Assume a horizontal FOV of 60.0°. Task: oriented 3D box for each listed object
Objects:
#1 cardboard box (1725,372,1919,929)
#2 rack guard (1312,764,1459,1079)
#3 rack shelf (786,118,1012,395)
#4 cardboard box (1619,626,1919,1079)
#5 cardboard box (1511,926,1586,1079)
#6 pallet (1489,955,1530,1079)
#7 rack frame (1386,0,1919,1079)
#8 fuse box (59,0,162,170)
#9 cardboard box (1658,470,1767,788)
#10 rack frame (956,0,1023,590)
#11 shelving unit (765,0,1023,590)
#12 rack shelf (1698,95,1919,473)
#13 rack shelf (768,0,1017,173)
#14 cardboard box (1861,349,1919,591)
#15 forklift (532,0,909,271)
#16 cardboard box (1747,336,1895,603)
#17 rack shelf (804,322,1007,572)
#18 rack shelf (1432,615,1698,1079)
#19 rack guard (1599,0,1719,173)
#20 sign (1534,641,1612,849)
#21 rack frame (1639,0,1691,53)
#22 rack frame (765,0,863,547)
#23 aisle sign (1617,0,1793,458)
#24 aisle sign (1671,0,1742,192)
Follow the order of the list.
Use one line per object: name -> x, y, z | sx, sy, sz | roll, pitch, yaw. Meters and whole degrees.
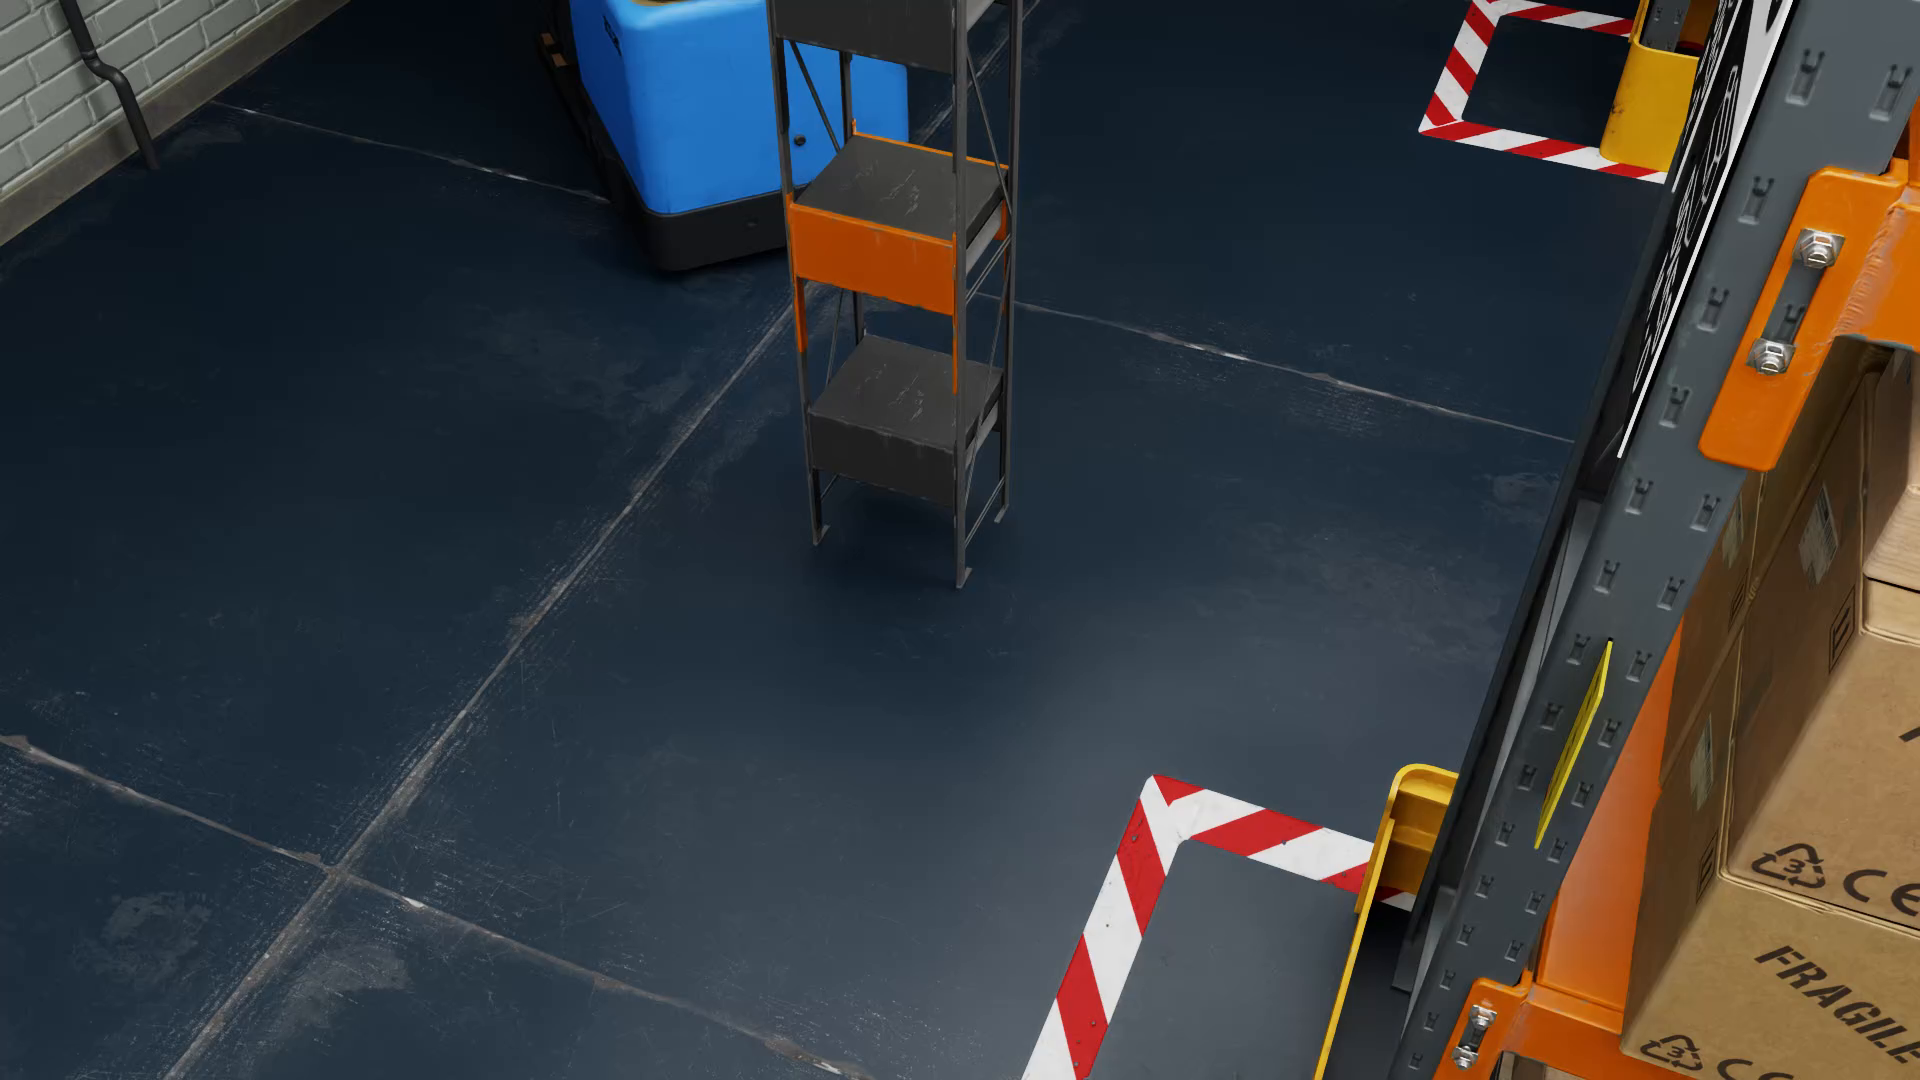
cardboard box -> 1.354, 0.175, 2.168 | 0.500, 0.500, 0.500 | 15, 47, 15
rack guard -> 0.998, 1.128, 3.761 | 0.348, 0.500, 1.175 | 16, 47, 16
rack shelf -> -0.153, -0.780, 4.564 | 0.480, 0.518, 0.431 | 16, 47, 16
cardboard box -> 1.353, 0.531, 2.519 | 0.500, 0.500, 0.500 | 16, 47, 16
cardboard box -> 1.668, 1.122, 3.514 | 0.875, 0.438, 0.875 | 15, 47, 15
pallet -> 1.789, 1.404, 3.690 | 1.213, 0.211, 1.003 | 16, 47, 16
rack frame -> 1.021, 0.249, 2.873 | 0.127, 3.000, 1.000 | 16, 47, 16
fuse box -> -3.249, -2.138, 6.186 | 0.414, 1.711, 0.539 | 16, 47, 16
cardboard box -> 1.568, 0.172, 2.880 | 0.500, 0.500, 0.500 | 17, 47, 16
rack frame -> 0.072, -0.723, 4.488 | 0.015, 2.100, 0.400 | 16, 47, 16
shelving unit -> -0.153, -0.789, 4.555 | 0.503, 2.100, 0.431 | 16, 47, 16
rack shelf -> 2.866, -0.016, 1.523 | 4.000, 0.370, 1.077 | 16, 47, 16
rack shelf -> -0.153, -1.276, 4.070 | 0.480, 0.518, 0.431 | 16, 47, 16
cardboard box -> 1.242, -0.094, 1.979 | 0.250, 0.149, 0.380 | 17, 47, 17
forklift -> -1.219, -3.086, 6.273 | 1.130, 2.935, 3.031 | -17, 47, -16
cardboard box -> 1.557, -0.165, 2.510 | 0.500, 0.500, 0.500 | 18, 48, 17
rack shelf -> -0.153, -0.283, 5.058 | 0.480, 0.518, 0.431 | 16, 47, 16
rack shelf -> 2.866, 1.047, 2.581 | 4.000, 0.370, 1.077 | 16, 47, 16
rack guard -> 2.998, -2.077, 6.983 | 0.348, 0.500, 1.175 | 16, 47, 16
sign -> 0.801, 0.273, 2.179 | 0.005, 0.325, 0.100 | 16, 47, 16
rack frame -> 2.928, -2.983, 6.122 | 0.127, 3.000, 1.000 | 16, 47, 16
rack frame -> -0.378, -0.856, 4.621 | 0.015, 2.100, 0.400 | 16, 47, 16
aisle sign -> 0.843, -0.504, 1.786 | 0.004, 0.787, 0.394 | 16, 47, 16
aisle sign -> 1.074, -0.894, 2.179 | 0.004, 0.787, 0.394 | 16, 47, 16
